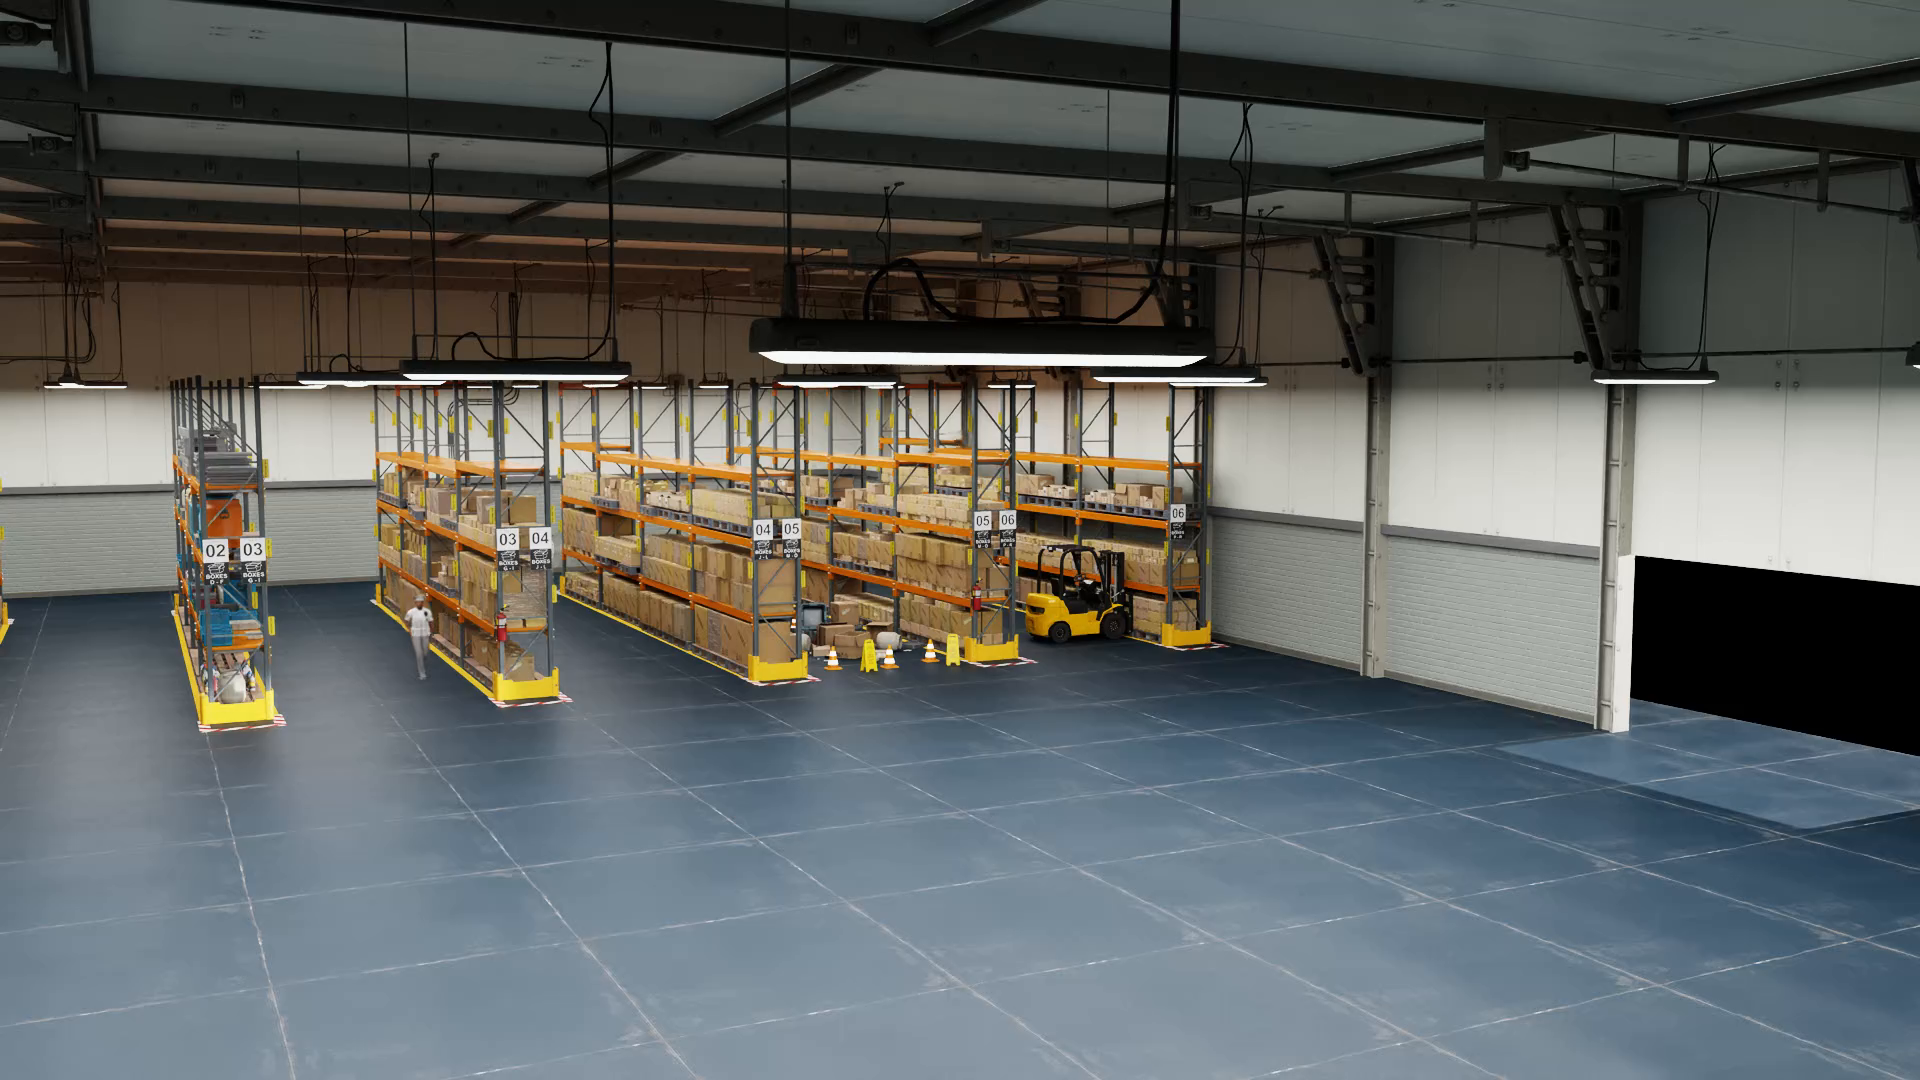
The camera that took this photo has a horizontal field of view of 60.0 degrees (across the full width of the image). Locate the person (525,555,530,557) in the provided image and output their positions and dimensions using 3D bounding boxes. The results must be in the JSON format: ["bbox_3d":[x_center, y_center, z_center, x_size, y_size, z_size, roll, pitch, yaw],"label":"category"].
[{"bbox_3d":[-12.210,0.622,47.455,0.670,1.781,0.837,4,6,35],"label":"person"}]

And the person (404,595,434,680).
[{"bbox_3d":[-10.862,1.931,33.436,0.578,1.691,0.792,-3,6,-28],"label":"person"}]
